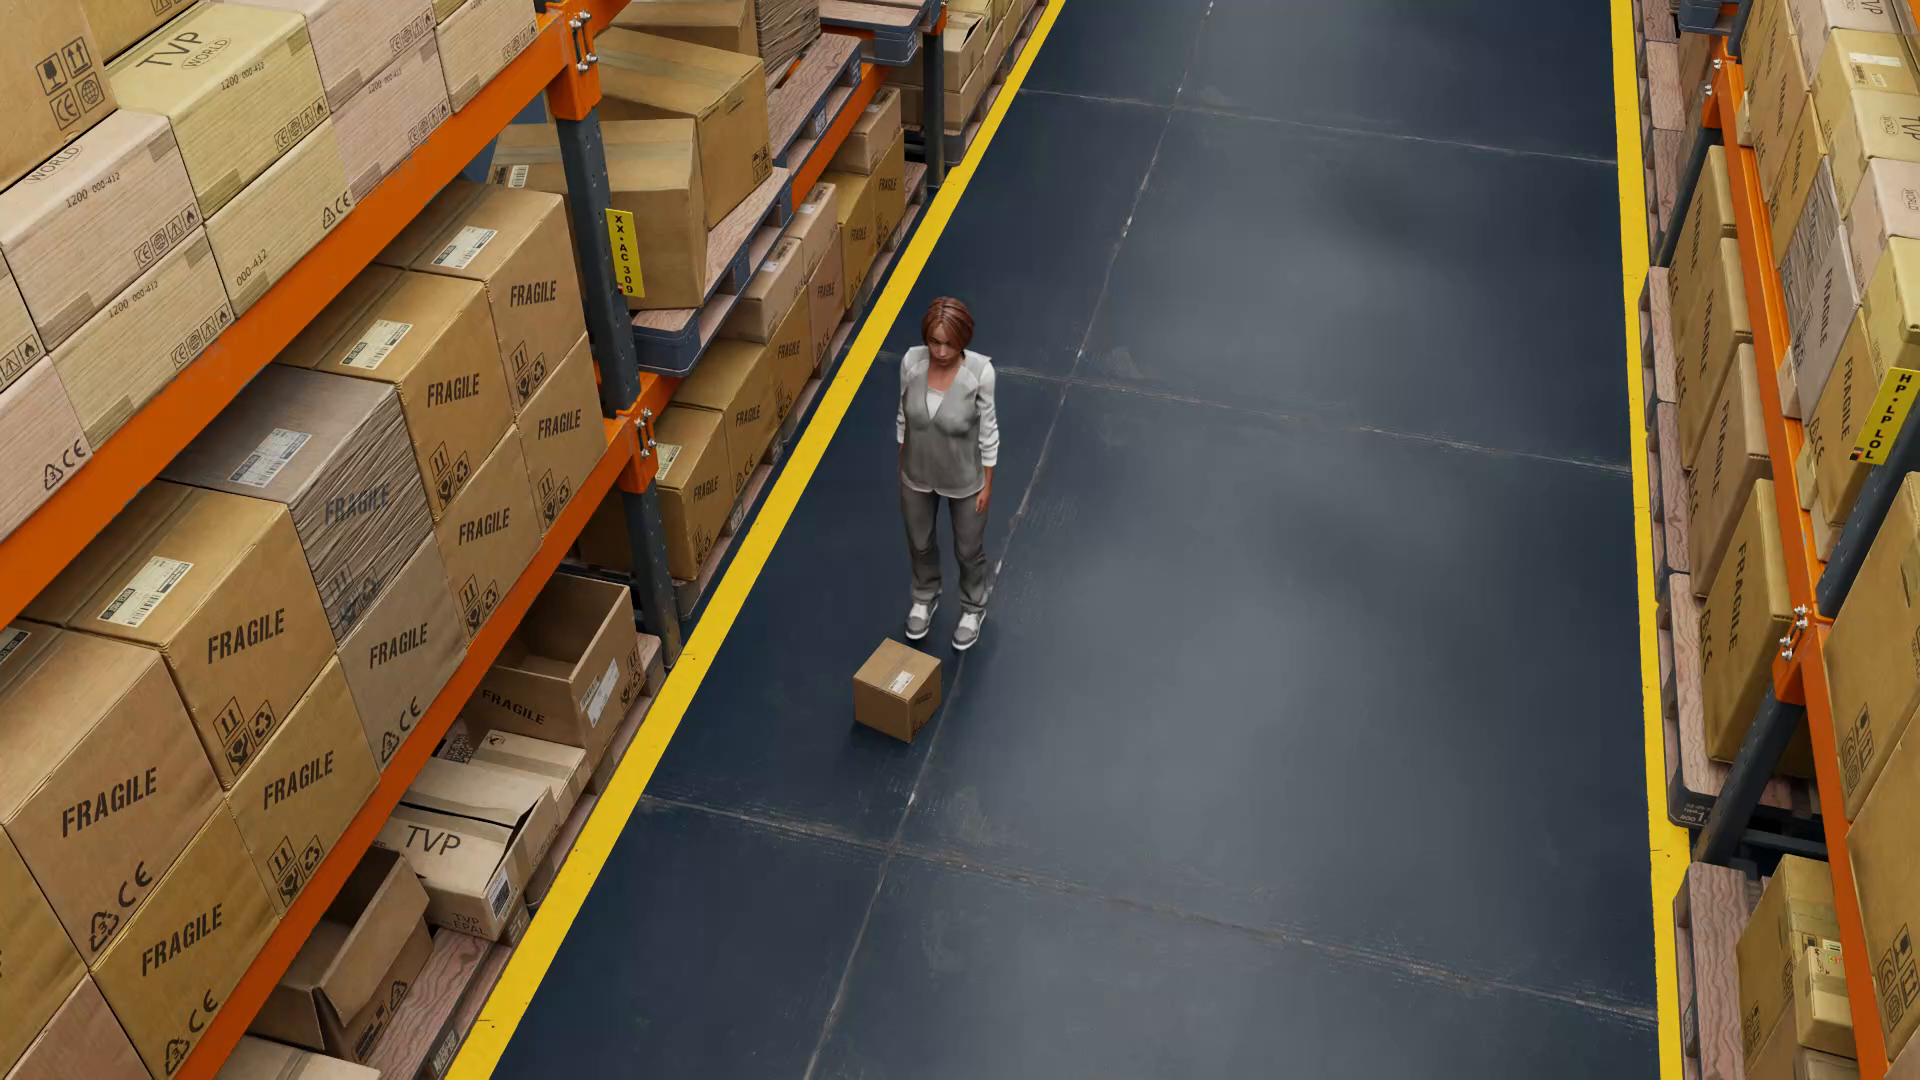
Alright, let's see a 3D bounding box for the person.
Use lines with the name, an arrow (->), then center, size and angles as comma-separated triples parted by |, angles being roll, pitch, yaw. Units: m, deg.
person -> -0.050, -0.240, 6.440 | 0.405, 1.602, 0.305 | 11, 43, 12
